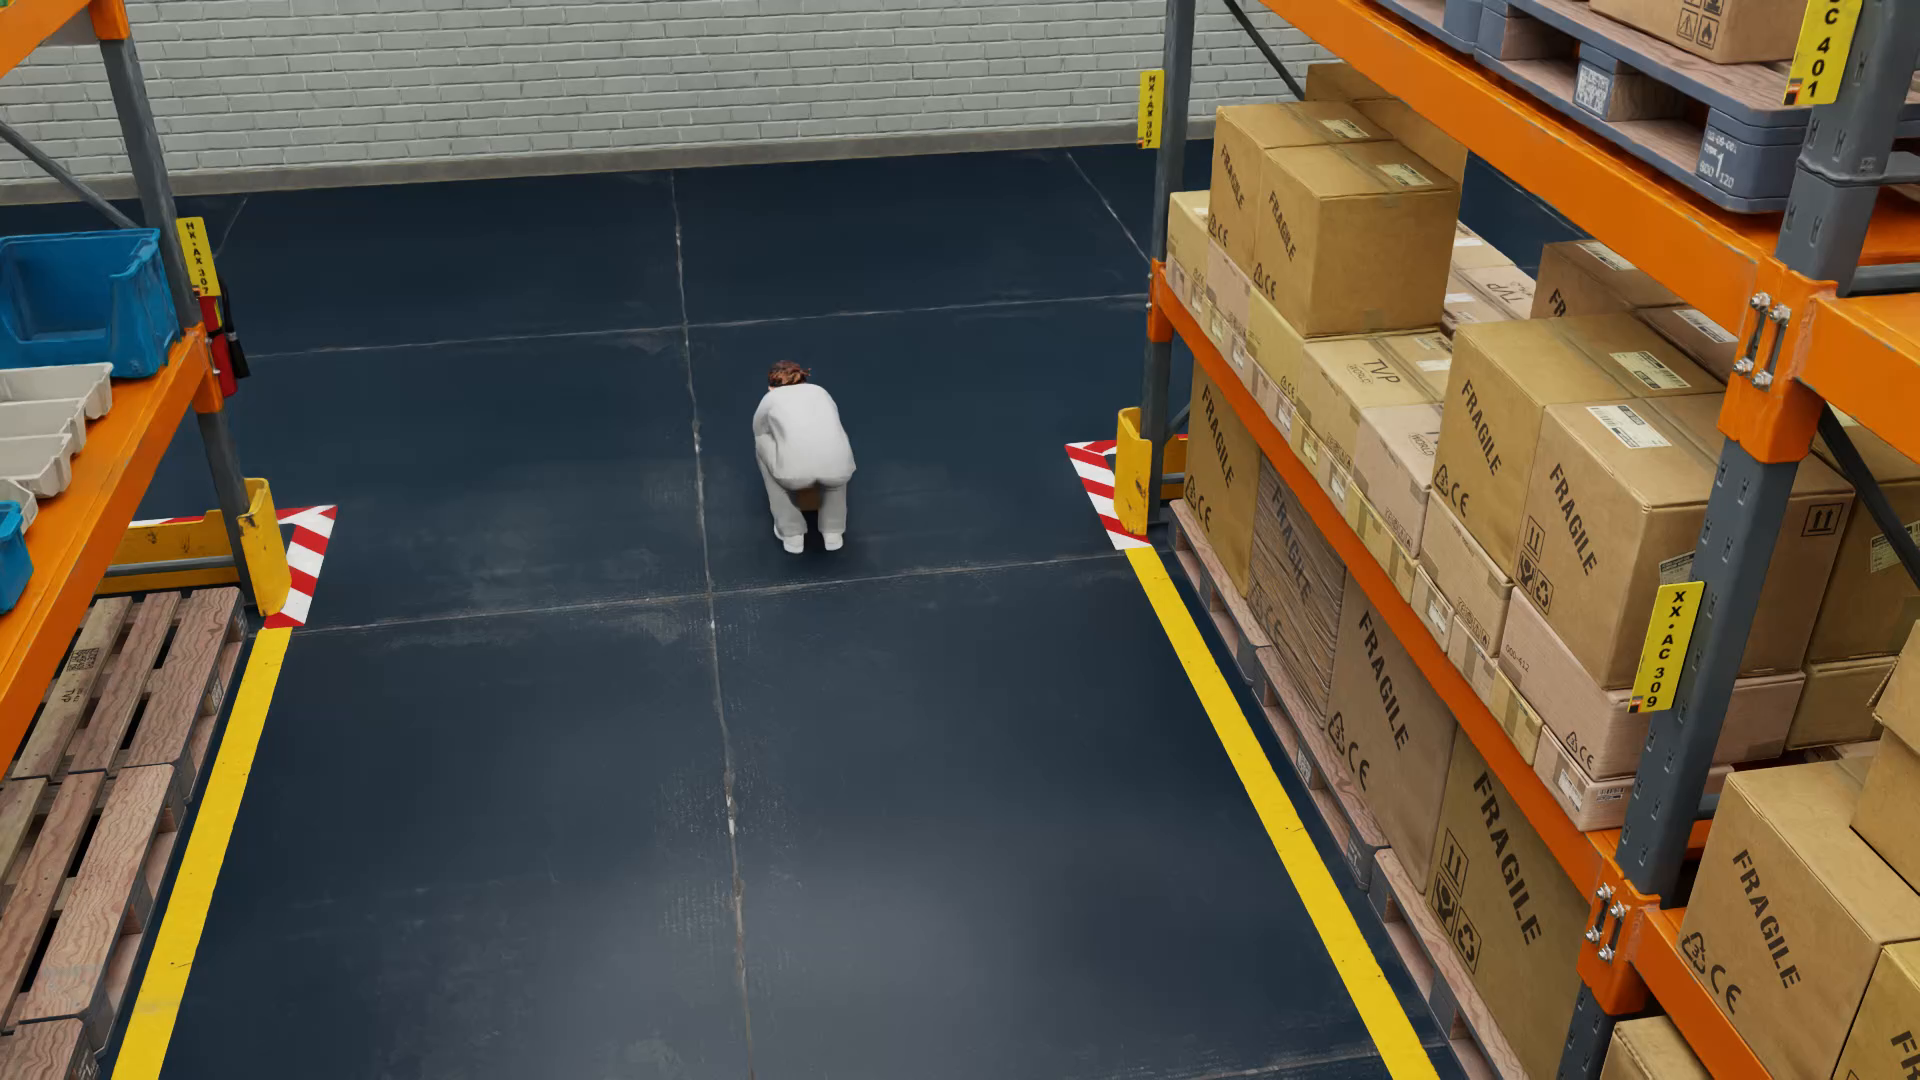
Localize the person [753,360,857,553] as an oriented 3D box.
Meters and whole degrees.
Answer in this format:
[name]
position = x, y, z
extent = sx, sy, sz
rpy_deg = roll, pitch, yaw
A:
[person]
position = -0.720, -0.371, 7.687
extent = 0.436, 0.754, 0.862
rpy_deg = -6, 31, -10
